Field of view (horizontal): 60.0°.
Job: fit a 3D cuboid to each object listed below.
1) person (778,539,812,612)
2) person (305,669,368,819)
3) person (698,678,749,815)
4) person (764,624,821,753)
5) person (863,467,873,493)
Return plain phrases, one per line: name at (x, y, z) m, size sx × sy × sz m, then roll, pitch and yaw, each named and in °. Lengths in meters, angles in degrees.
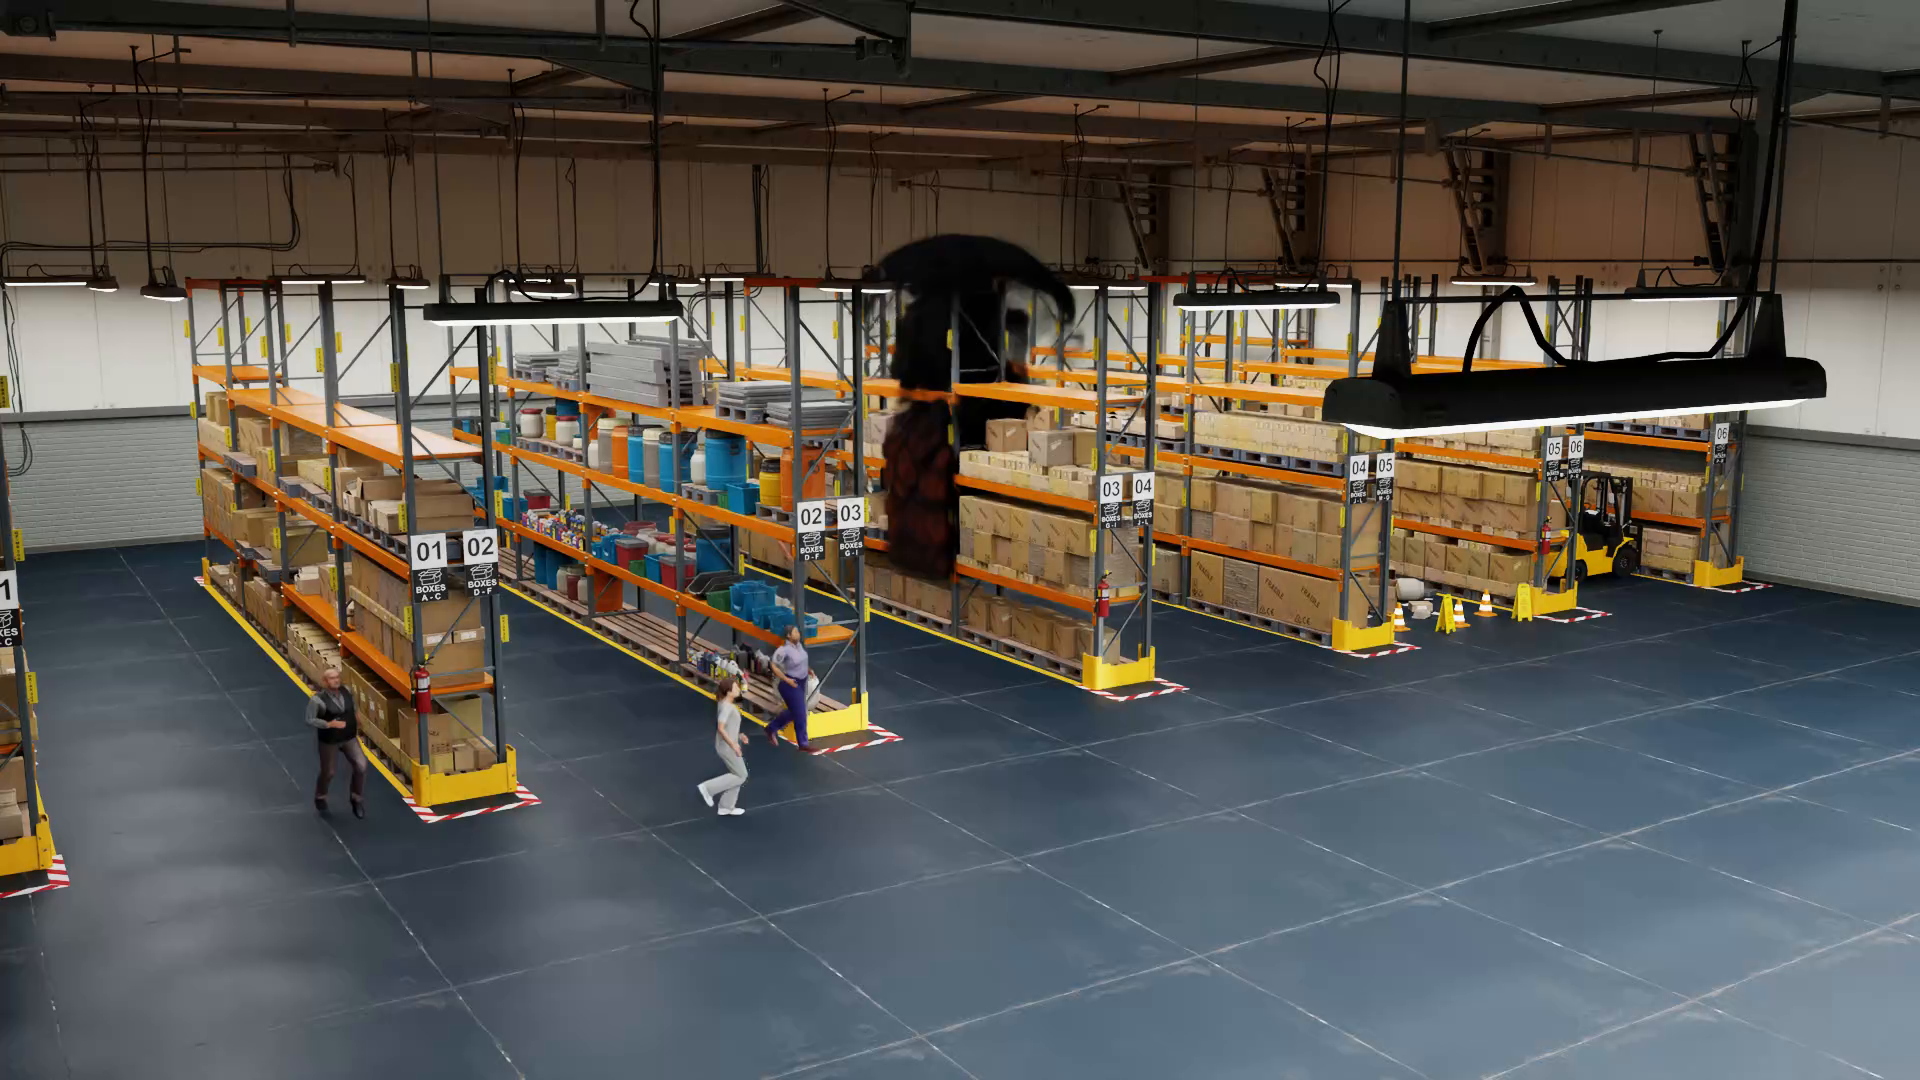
person at (-2.721, 0.455, 28.524) m, size 0.648 × 1.829 × 0.698 m, roll -8°, pitch 12°, yaw -39°
person at (-7.157, 2.321, 19.028) m, size 0.746 × 1.767 × 0.713 m, roll 8°, pitch 13°, yaw 41°
person at (-2.713, 2.377, 19.075) m, size 0.602 × 1.619 × 0.548 m, roll -2°, pitch 10°, yaw -11°
person at (-2.151, 1.877, 21.152) m, size 0.837 × 1.605 × 0.622 m, roll 3°, pitch 10°, yaw 18°
person at (-2.277, -0.863, 37.929) m, size 0.710 × 1.726 × 0.693 m, roll -6°, pitch 11°, yaw -32°
